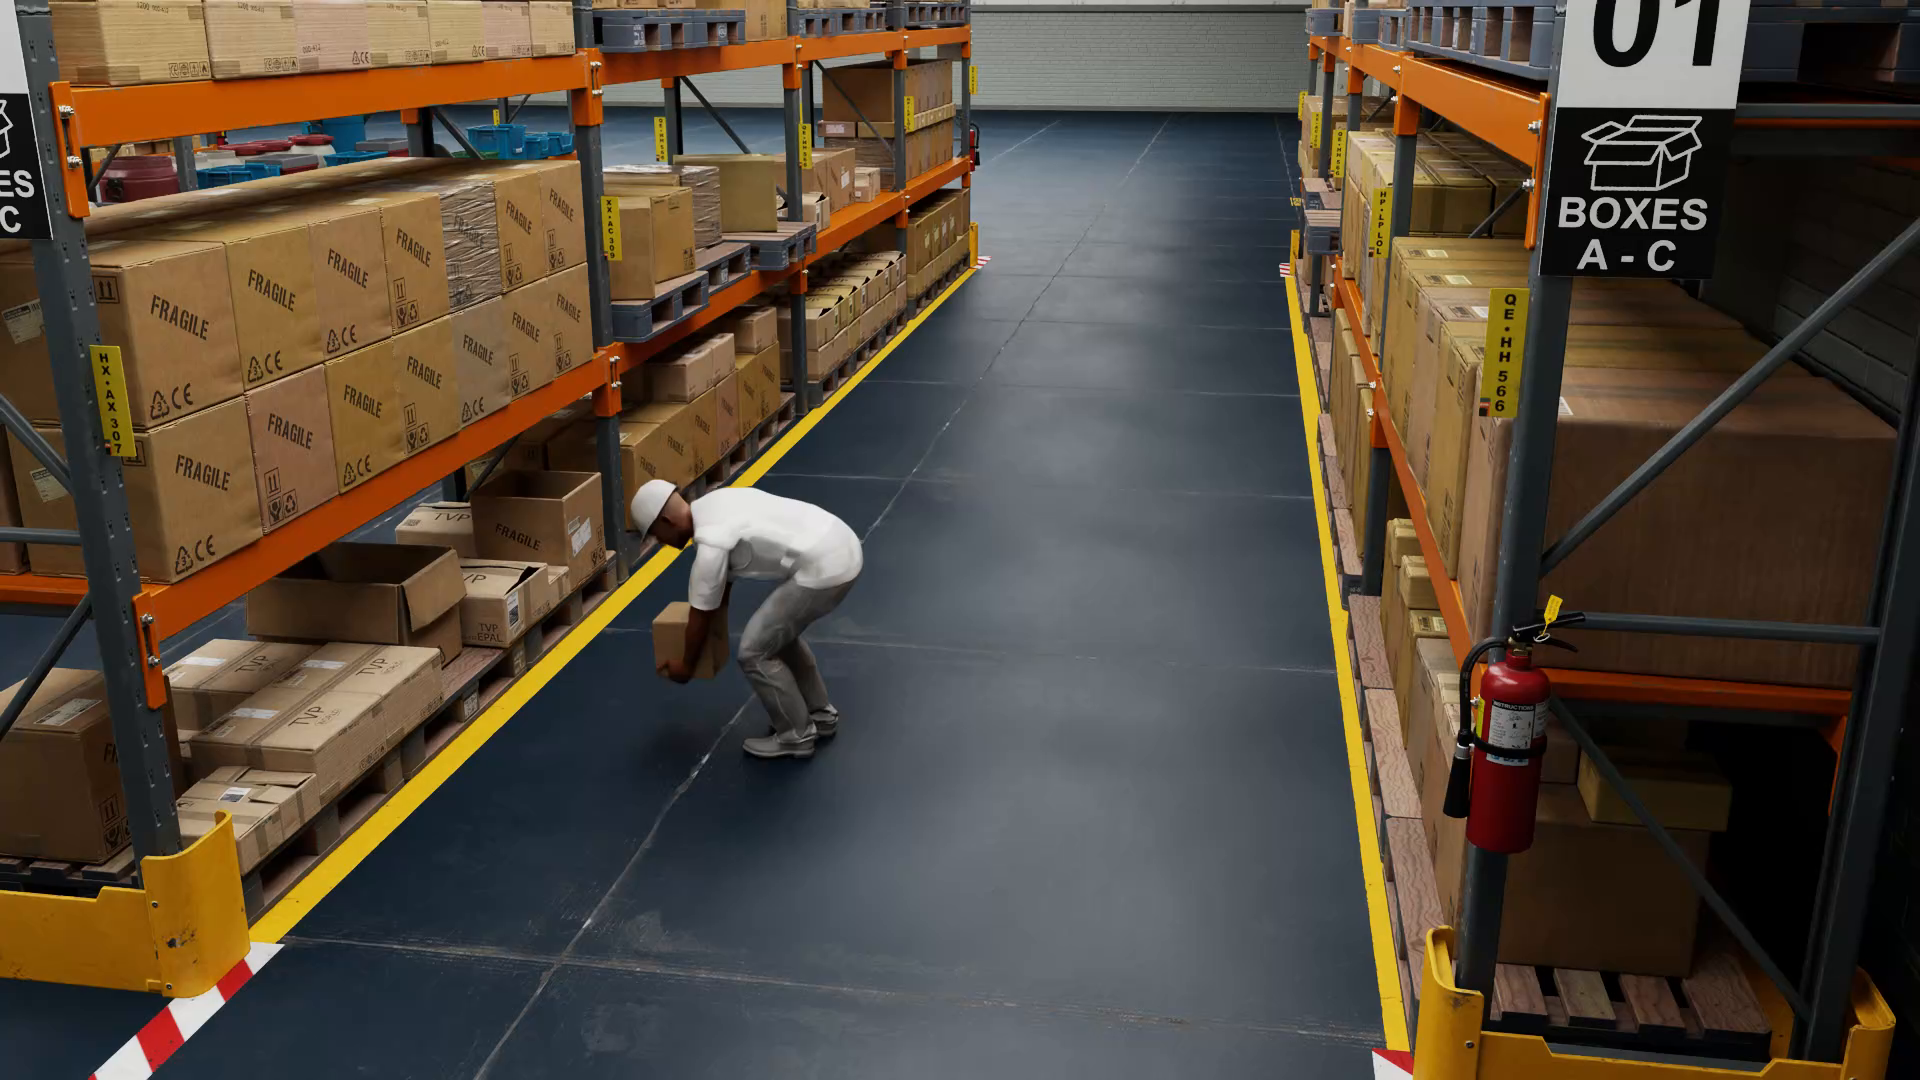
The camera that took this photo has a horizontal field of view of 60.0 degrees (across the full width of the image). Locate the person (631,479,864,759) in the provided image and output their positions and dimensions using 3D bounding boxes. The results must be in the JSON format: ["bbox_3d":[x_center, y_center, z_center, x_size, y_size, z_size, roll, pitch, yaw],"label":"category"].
[{"bbox_3d":[-0.887,0.320,6.996,0.957,1.165,0.507,2,18,6],"label":"person"}]
